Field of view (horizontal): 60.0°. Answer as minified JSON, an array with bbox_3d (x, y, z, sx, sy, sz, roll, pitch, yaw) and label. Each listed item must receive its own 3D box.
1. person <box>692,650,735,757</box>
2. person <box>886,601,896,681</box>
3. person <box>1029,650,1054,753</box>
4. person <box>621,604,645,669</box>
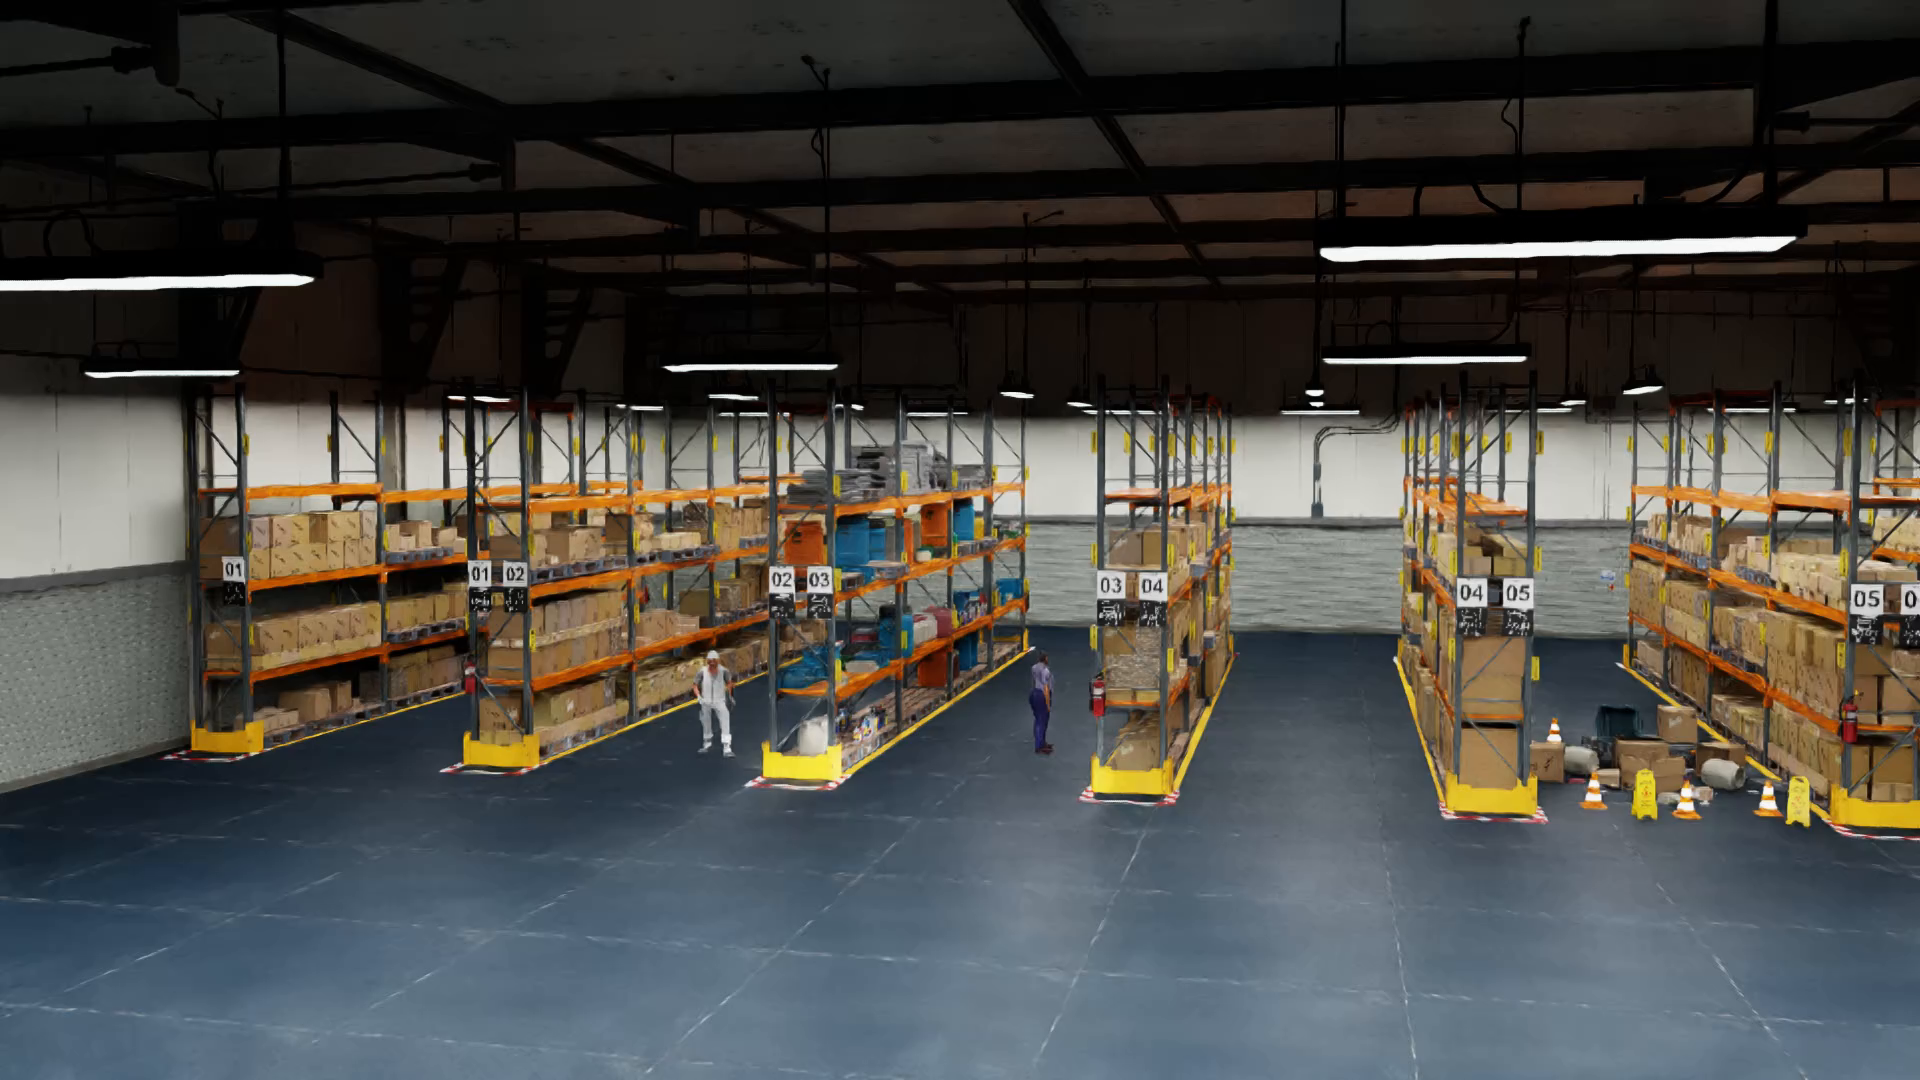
[{"bbox_3d":[-3.954,2.575,26.695,0.664,1.656,0.838,0,3,-3],"label":"person"},{"bbox_3d":[-1.462,2.124,35.426,0.542,1.672,1.126,1,3,15],"label":"person"},{"bbox_3d":[1.366,2.667,27.123,0.420,1.557,0.533,-1,3,-19],"label":"person"},{"bbox_3d":[-6.851,2.151,34.906,0.575,1.689,1.128,1,3,10],"label":"person"}]
